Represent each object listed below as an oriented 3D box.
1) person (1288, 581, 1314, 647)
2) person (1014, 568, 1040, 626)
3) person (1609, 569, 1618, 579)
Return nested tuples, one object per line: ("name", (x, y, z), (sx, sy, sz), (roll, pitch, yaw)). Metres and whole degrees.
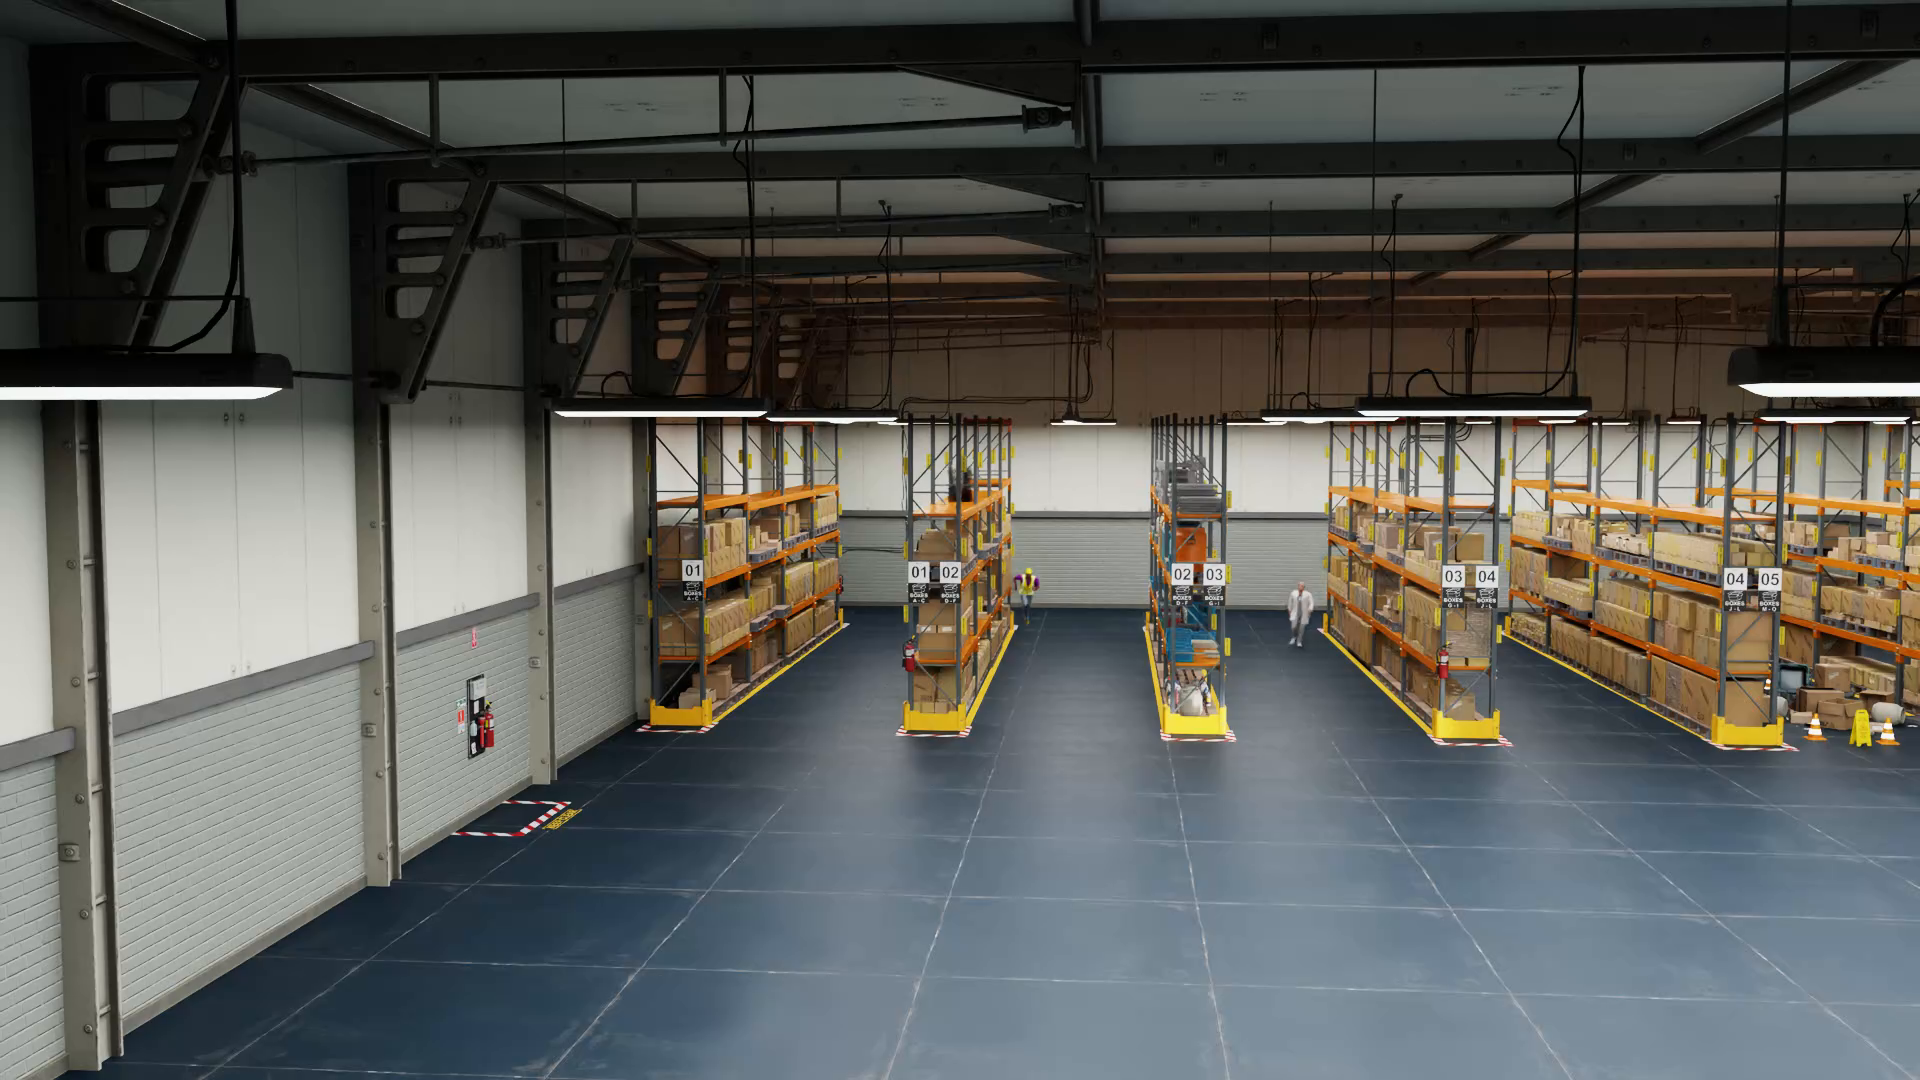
("person", (8.858, 1.938, 43.257), (0.699, 1.733, 0.815), (1, 4, 14))
("person", (1.940, 1.650, 48.624), (0.741, 1.716, 1.027), (0, 4, -7))
("person", (18.671, 1.677, 47.597), (0.882, 1.677, 0.573), (0, 4, -7))
